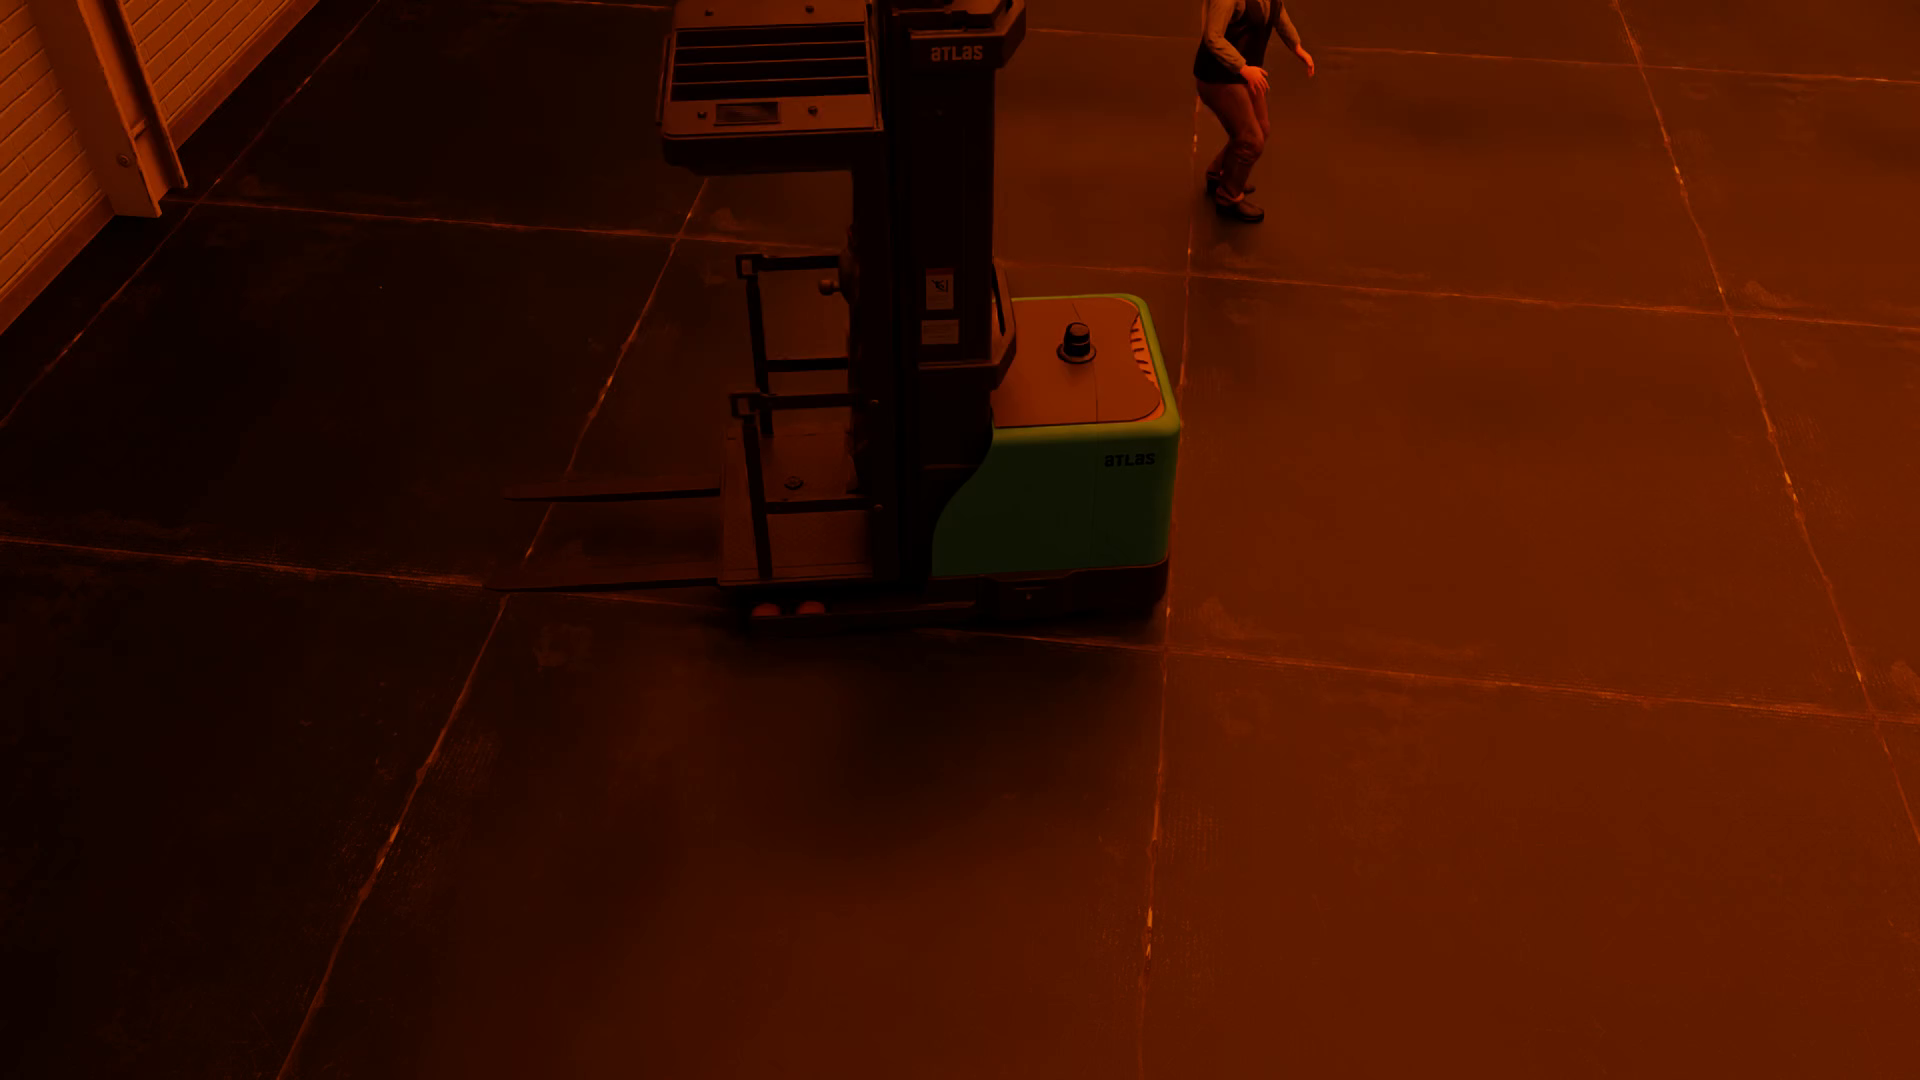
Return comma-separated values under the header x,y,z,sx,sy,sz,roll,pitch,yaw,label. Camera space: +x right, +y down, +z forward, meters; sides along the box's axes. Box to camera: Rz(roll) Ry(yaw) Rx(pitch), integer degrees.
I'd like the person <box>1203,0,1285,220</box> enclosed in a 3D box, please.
x,y,z,sx,sy,sz,roll,pitch,yaw,label
1.651,-2.719,9.580,0.419,1.722,0.648,27,49,26,person

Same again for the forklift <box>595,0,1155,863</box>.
x,y,z,sx,sy,sz,roll,pitch,yaw,label
-0.329,-0.687,6.472,1.130,2.935,3.031,24,48,24,forklift
